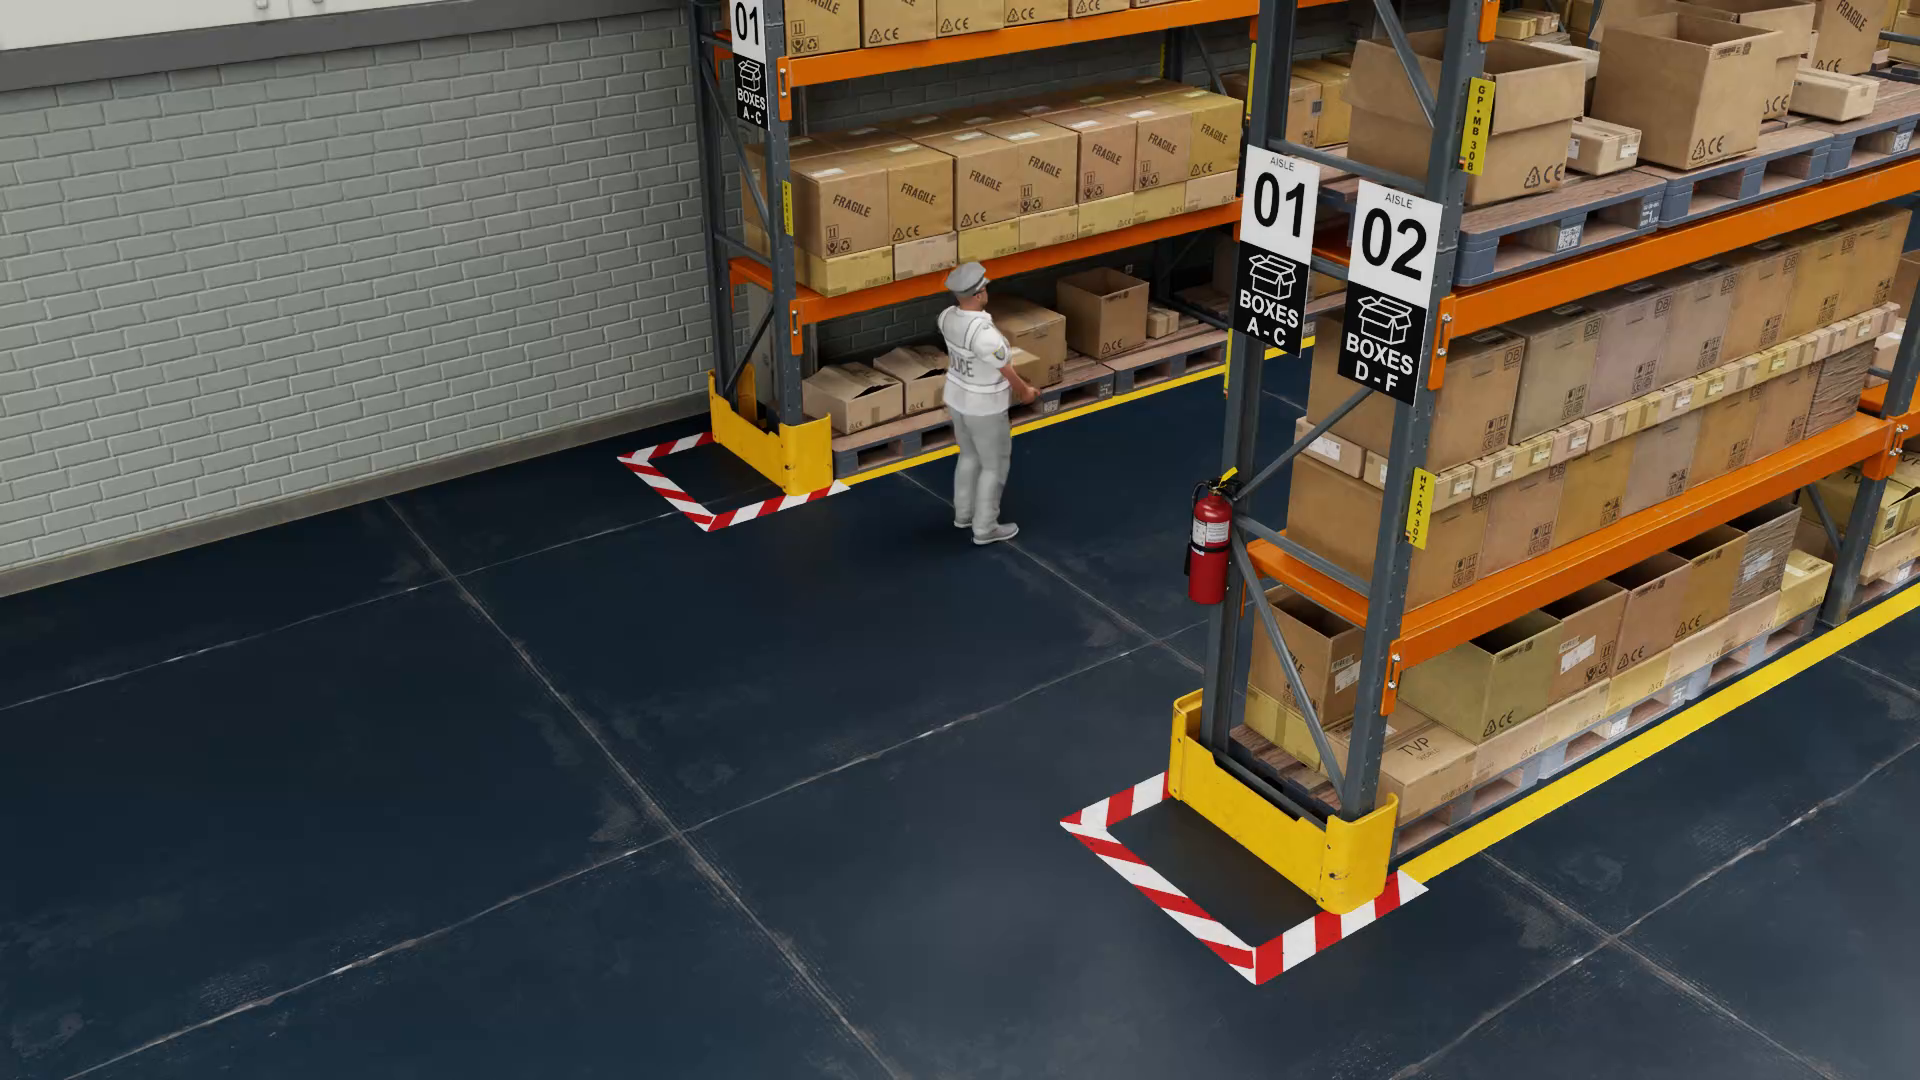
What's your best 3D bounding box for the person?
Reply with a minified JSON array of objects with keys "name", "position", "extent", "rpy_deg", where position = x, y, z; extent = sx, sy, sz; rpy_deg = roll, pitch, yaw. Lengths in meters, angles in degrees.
[{"name":"person","position":[0.183,-0.857,10.172],"extent":[0.559,1.775,0.480],"rpy_deg":[-18,33,-29]}]
